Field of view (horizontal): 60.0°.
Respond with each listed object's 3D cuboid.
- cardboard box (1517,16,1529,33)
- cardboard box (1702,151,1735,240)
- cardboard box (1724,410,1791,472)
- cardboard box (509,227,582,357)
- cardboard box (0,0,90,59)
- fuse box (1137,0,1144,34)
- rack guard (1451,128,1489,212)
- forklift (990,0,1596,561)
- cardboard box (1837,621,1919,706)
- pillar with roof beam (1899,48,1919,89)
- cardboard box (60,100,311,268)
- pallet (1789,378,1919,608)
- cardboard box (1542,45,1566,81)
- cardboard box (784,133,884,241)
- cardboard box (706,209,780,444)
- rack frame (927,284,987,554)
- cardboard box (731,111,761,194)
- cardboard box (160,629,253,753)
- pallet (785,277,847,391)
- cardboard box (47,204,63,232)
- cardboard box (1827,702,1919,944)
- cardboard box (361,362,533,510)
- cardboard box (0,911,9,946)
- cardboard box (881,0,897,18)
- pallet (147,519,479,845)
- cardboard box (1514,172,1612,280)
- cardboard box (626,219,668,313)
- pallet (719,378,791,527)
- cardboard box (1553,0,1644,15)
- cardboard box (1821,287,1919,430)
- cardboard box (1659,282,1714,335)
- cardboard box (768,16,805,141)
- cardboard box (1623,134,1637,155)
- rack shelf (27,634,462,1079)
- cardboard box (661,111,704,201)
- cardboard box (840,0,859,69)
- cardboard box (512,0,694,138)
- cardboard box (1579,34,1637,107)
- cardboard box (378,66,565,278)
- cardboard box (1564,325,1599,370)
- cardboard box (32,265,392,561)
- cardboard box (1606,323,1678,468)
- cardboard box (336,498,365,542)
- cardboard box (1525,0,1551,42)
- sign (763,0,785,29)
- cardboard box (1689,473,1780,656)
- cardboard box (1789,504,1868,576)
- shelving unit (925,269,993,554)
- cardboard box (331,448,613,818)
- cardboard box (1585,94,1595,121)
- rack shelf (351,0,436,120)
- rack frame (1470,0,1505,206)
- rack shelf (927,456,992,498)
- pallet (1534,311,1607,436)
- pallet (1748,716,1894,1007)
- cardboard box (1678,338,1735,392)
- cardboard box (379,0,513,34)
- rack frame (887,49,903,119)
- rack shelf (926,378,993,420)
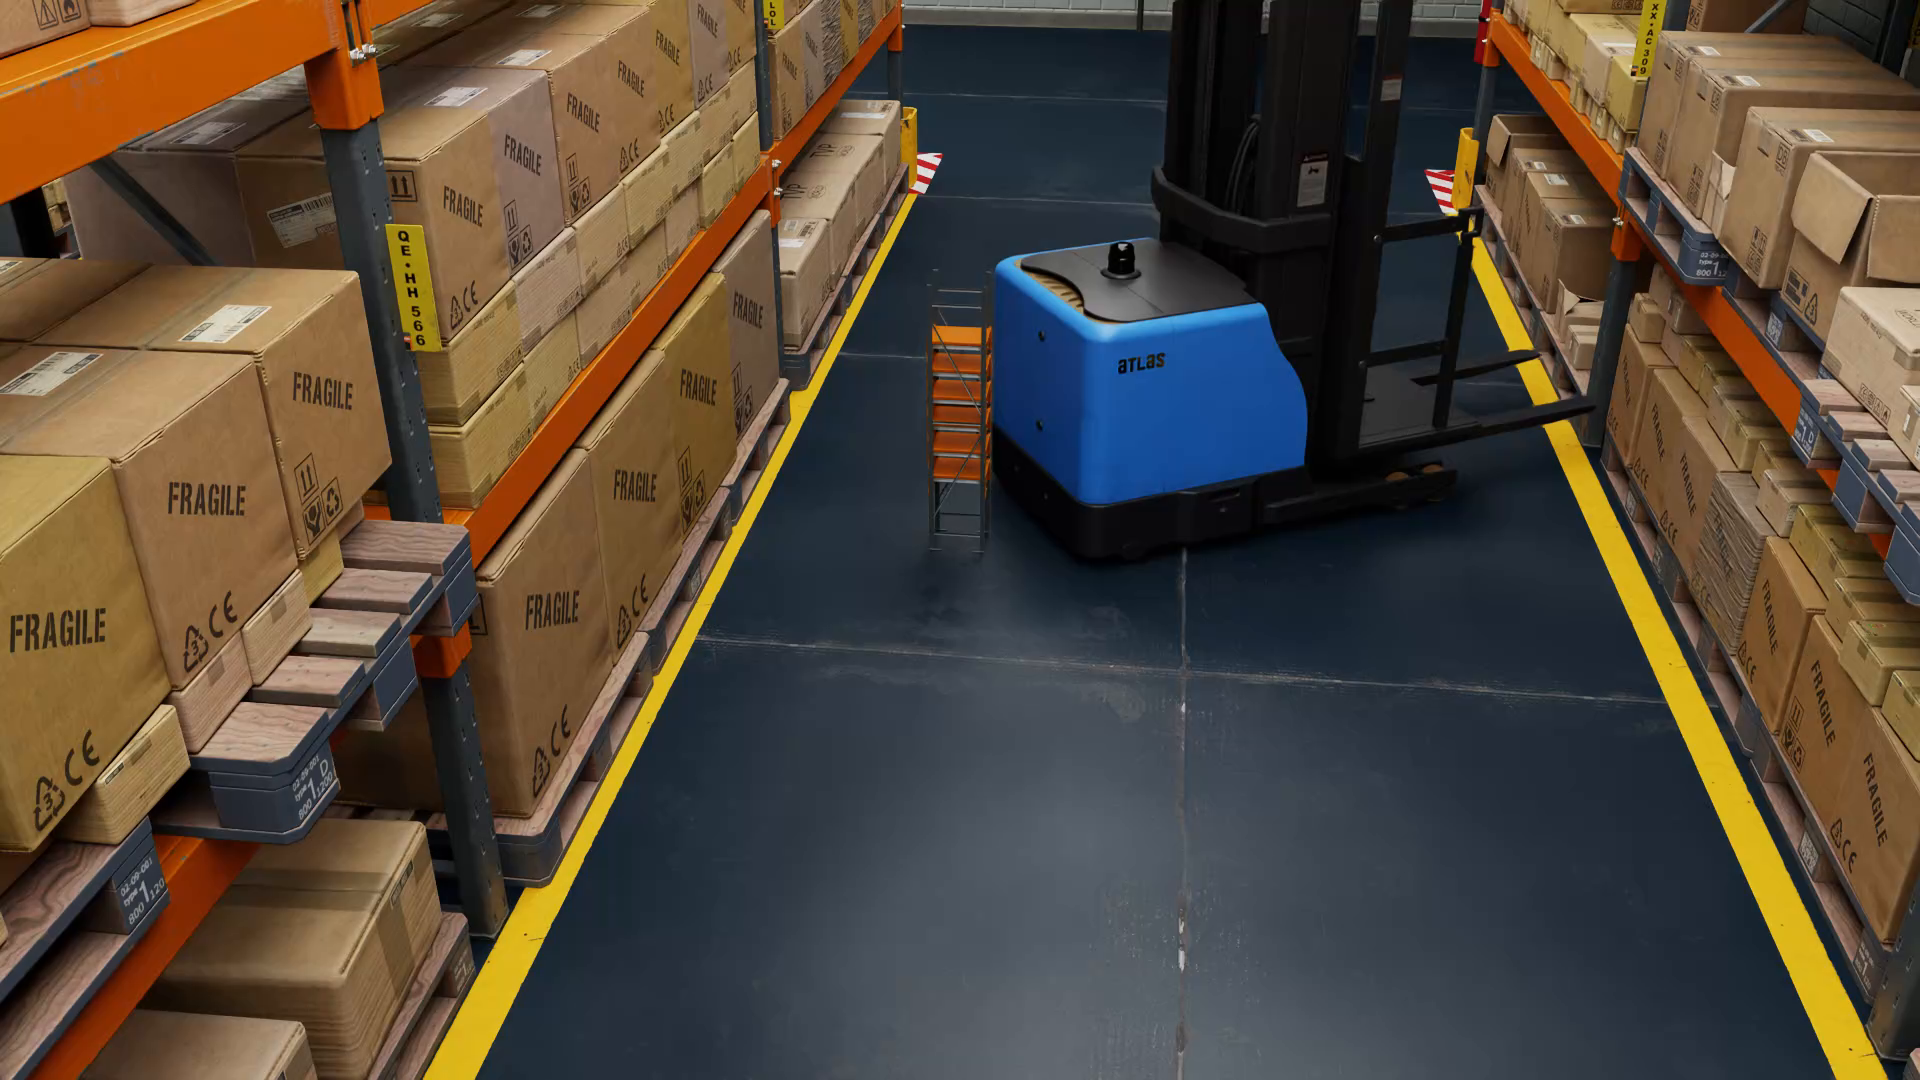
[{"bbox_3d":[3.721,-3.277,10.436,0.380,0.149,0.250,4,29,7],"label":"cardboard box"},{"bbox_3d":[2.978,-1.260,6.126,0.396,0.266,0.258,5,29,9],"label":"cardboard box"},{"bbox_3d":[3.123,-0.365,6.273,0.380,0.149,0.250,4,29,8],"label":"cardboard box"},{"bbox_3d":[-1.517,-0.792,5.188,0.500,0.250,0.500,4,29,7],"label":"cardboard box"},{"bbox_3d":[-2.014,-1.089,2.841,0.700,0.500,0.500,3,28,6],"label":"cardboard box"},{"bbox_3d":[1.827,-5.834,16.274,0.539,1.711,0.414,3,28,6],"label":"fuse box"},{"bbox_3d":[4.010,-2.513,11.387,1.175,0.500,0.348,3,28,6],"label":"rack guard"},{"bbox_3d":[1.705,-1.647,7.216,3.031,2.935,1.130,-11,30,-20],"label":"forklift"},{"bbox_3d":[2.850,0.369,4.911,0.380,0.149,0.250,2,28,4],"label":"cardboard box"},{"bbox_3d":[0.236,-4.933,6.919,9.100,9.000,0.400,3,28,6],"label":"pillar with roof beam"},{"bbox_3d":[-2.084,-0.913,4.622,0.500,0.500,0.500,3,28,5],"label":"cardboard box"},{"bbox_3d":[3.052,-0.122,4.516,1.213,0.211,1.003,3,28,6],"label":"pallet"},{"bbox_3d":[3.487,-2.671,9.310,0.380,0.149,0.250,4,29,7],"label":"cardboard box"},{"bbox_3d":[-0.993,-2.245,10.513,0.875,0.438,0.875,4,29,8],"label":"cardboard box"},{"bbox_3d":[-1.395,-1.006,7.752,0.875,0.875,0.875,4,29,8],"label":"cardboard box"},{"bbox_3d":[-0.013,-0.478,6.873,0.240,1.200,0.006,3,28,6],"label":"rack frame"},{"bbox_3d":[-1.203,-1.761,7.515,0.500,0.250,0.500,3,28,5],"label":"cardboard box"},{"bbox_3d":[-1.681,0.293,3.365,0.380,0.149,0.250,2,28,4],"label":"cardboard box"},{"bbox_3d":[-1.227,-1.179,9.216,1.003,0.211,1.213,3,28,6],"label":"pallet"},{"bbox_3d":[-5.841,-1.989,10.342,0.380,0.149,0.250,3,28,5],"label":"cardboard box"},{"bbox_3d":[2.877,0.821,4.757,0.500,0.500,0.500,4,29,8],"label":"cardboard box"},{"bbox_3d":[-1.578,-0.320,4.839,0.500,0.250,0.500,3,28,5],"label":"cardboard box"},{"bbox_3d":[-1.806,0.657,2.689,0.380,0.149,0.250,2,28,5],"label":"cardboard box"},{"bbox_3d":[-0.704,-3.737,10.919,0.500,0.500,0.500,4,29,6],"label":"cardboard box"},{"bbox_3d":[-1.870,0.256,3.815,1.213,0.211,1.003,3,28,6],"label":"pallet"},{"bbox_3d":[3.542,-1.808,9.636,0.500,0.500,0.500,4,29,7],"label":"cardboard box"},{"bbox_3d":[-1.406,-1.042,6.179,0.500,0.250,0.500,3,28,6],"label":"cardboard box"},{"bbox_3d":[-1.418,-0.458,7.877,1.003,0.211,1.213,3,28,6],"label":"pallet"},{"bbox_3d":[3.512,-3.140,8.970,0.500,0.500,0.500,4,29,7],"label":"cardboard box"},{"bbox_3d":[2.847,-0.518,4.764,0.500,0.250,0.500,2,28,4],"label":"cardboard box"},{"bbox_3d":[3.236,-0.989,7.118,0.380,0.149,0.250,2,28,4],"label":"cardboard box"},{"bbox_3d":[-1.081,-2.303,8.256,0.500,0.500,0.500,4,29,8],"label":"cardboard box"},{"bbox_3d":[3.317,-1.821,7.731,0.380,0.149,0.250,4,29,7],"label":"cardboard box"},{"bbox_3d":[-2.133,1.088,2.826,1.077,0.370,4.000,3,28,6],"label":"rack shelf"},{"bbox_3d":[-1.322,-1.506,6.513,0.500,0.250,0.500,4,29,7],"label":"cardboard box"},{"bbox_3d":[-0.884,-3.016,9.579,0.500,0.500,0.500,4,29,8],"label":"cardboard box"},{"bbox_3d":[-1.341,-1.831,6.326,0.500,0.500,0.500,4,29,8],"label":"cardboard box"},{"bbox_3d":[3.396,-2.322,8.242,0.500,0.250,0.500,3,29,6],"label":"cardboard box"},{"bbox_3d":[-1.534,-1.106,4.981,0.500,0.500,0.500,3,29,6],"label":"cardboard box"},{"bbox_3d":[3.306,-0.975,8.461,0.380,0.149,0.250,3,28,5],"label":"cardboard box"},{"bbox_3d":[-1.668,-0.300,3.782,0.500,0.500,0.500,3,28,5],"label":"cardboard box"},{"bbox_3d":[3.246,-0.636,7.461,0.500,0.500,0.500,5,29,8],"label":"cardboard box"},{"bbox_3d":[-1.695,-0.076,4.051,0.380,0.149,0.250,4,29,8],"label":"cardboard box"},{"bbox_3d":[3.575,-3.040,9.575,0.500,0.250,0.500,3,28,5],"label":"cardboard box"},{"bbox_3d":[-0.858,-2.501,7.592,0.100,0.325,0.005,3,28,6],"label":"sign"},{"bbox_3d":[3.055,0.094,6.107,0.500,0.500,0.500,2,28,4],"label":"cardboard box"},{"bbox_3d":[3.034,0.009,5.580,0.380,0.149,0.250,3,28,5],"label":"cardboard box"},{"bbox_3d":[-0.002,-0.521,6.953,0.258,1.200,0.189,3,28,6],"label":"shelving unit"},{"bbox_3d":[-1.721,0.260,5.402,0.875,0.875,0.875,3,28,6],"label":"cardboard box"},{"bbox_3d":[3.394,-2.190,8.417,0.380,0.149,0.250,4,29,8],"label":"cardboard box"},{"bbox_3d":[-1.643,-2.115,5.610,1.077,0.370,4.000,3,28,6],"label":"rack shelf"},{"bbox_3d":[4.019,-3.649,10.861,1.000,3.000,0.127,3,28,6],"label":"rack frame"},{"bbox_3d":[-0.002,-0.271,7.088,0.258,0.103,0.180,3,28,6],"label":"rack shelf"},{"bbox_3d":[3.614,-0.862,8.627,1.003,0.211,1.213,3,28,6],"label":"pallet"},{"bbox_3d":[3.168,0.995,5.181,1.003,0.211,1.213,3,28,6],"label":"pallet"},{"bbox_3d":[3.243,-0.727,6.945,0.380,0.149,0.250,2,28,4],"label":"cardboard box"},{"bbox_3d":[-1.893,-1.626,5.946,0.500,0.500,0.500,3,28,5],"label":"cardboard box"},{"bbox_3d":[-0.908,-3.936,11.393,1.000,3.000,0.127,3,28,6],"label":"rack frame"},{"bbox_3d":[-0.002,-0.588,6.917,0.258,0.103,0.180,3,28,6],"label":"rack shelf"}]
